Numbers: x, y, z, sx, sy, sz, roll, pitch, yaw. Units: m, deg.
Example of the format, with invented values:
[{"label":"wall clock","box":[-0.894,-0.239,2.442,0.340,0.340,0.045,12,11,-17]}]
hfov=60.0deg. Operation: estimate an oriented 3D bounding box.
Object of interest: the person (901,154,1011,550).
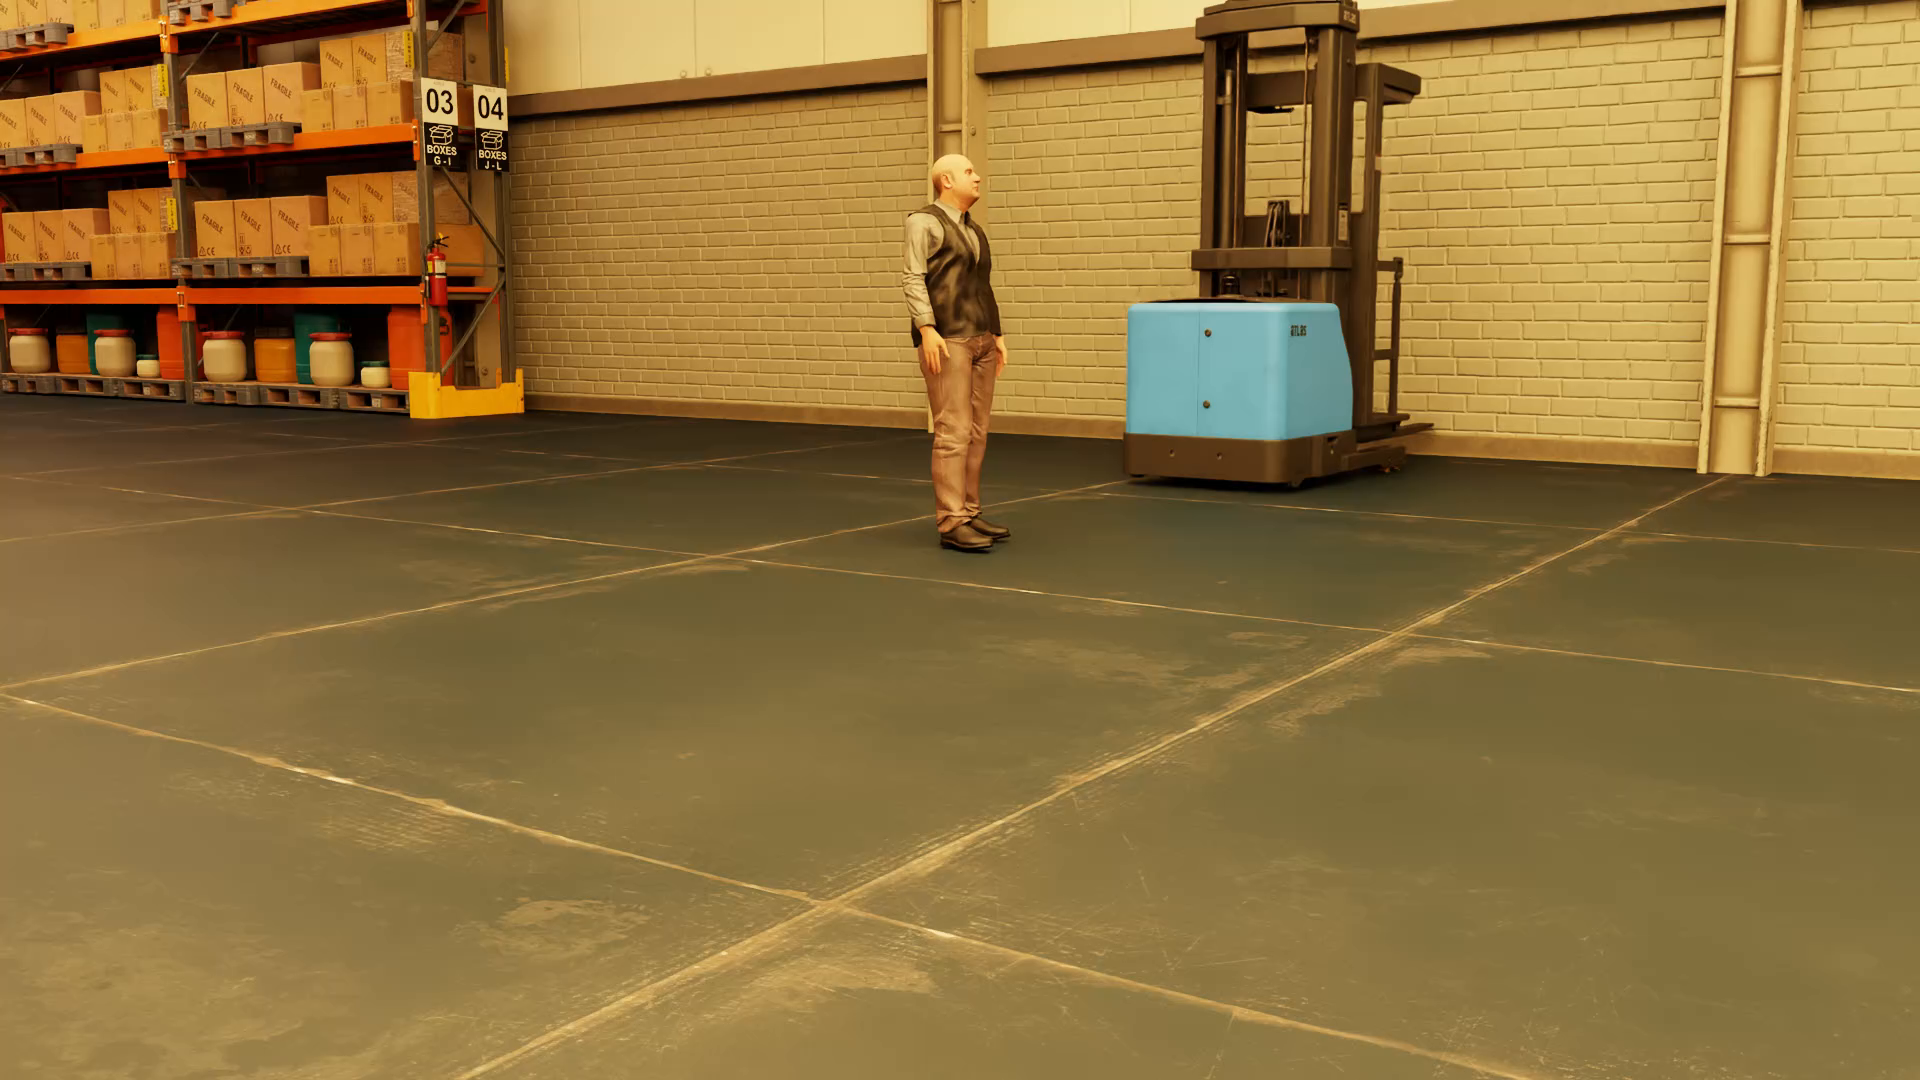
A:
[{"label":"person","box":[0.048,-0.854,7.441,0.566,1.722,0.634,5,10,34]}]

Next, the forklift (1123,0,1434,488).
[{"label":"forklift","box":[2.228,-1.909,10.619,1.130,2.935,3.031,6,10,35]}]
